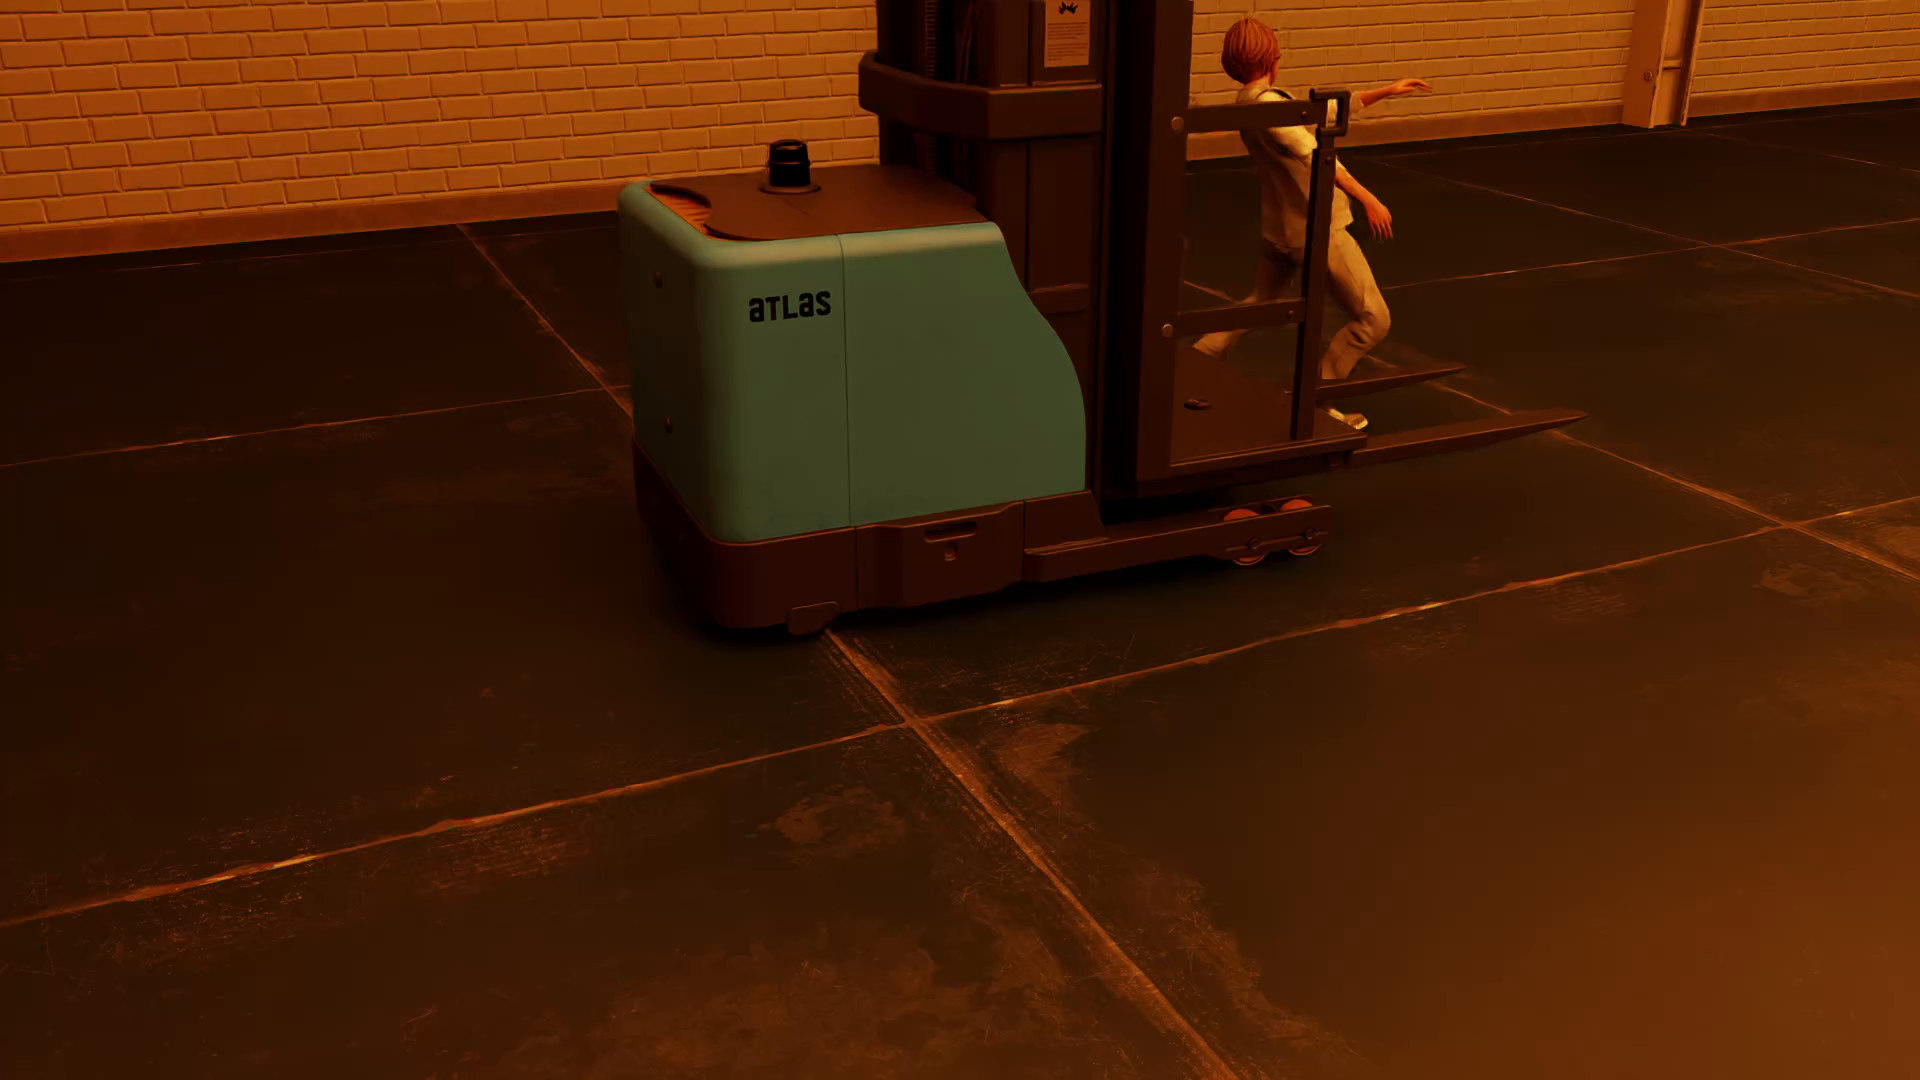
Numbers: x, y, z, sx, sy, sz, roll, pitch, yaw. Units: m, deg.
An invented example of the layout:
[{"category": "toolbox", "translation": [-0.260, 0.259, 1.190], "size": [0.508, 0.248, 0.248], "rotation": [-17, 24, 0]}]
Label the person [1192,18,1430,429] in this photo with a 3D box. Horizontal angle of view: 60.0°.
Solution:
[{"category": "person", "translation": [1.236, -1.061, 5.781], "size": [0.749, 1.415, 0.784], "rotation": [-7, 24, -16]}]

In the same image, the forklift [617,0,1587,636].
[{"category": "forklift", "translation": [0.564, -1.453, 4.784], "size": [3.031, 2.935, 1.130], "rotation": [-9, 24, -21]}]
